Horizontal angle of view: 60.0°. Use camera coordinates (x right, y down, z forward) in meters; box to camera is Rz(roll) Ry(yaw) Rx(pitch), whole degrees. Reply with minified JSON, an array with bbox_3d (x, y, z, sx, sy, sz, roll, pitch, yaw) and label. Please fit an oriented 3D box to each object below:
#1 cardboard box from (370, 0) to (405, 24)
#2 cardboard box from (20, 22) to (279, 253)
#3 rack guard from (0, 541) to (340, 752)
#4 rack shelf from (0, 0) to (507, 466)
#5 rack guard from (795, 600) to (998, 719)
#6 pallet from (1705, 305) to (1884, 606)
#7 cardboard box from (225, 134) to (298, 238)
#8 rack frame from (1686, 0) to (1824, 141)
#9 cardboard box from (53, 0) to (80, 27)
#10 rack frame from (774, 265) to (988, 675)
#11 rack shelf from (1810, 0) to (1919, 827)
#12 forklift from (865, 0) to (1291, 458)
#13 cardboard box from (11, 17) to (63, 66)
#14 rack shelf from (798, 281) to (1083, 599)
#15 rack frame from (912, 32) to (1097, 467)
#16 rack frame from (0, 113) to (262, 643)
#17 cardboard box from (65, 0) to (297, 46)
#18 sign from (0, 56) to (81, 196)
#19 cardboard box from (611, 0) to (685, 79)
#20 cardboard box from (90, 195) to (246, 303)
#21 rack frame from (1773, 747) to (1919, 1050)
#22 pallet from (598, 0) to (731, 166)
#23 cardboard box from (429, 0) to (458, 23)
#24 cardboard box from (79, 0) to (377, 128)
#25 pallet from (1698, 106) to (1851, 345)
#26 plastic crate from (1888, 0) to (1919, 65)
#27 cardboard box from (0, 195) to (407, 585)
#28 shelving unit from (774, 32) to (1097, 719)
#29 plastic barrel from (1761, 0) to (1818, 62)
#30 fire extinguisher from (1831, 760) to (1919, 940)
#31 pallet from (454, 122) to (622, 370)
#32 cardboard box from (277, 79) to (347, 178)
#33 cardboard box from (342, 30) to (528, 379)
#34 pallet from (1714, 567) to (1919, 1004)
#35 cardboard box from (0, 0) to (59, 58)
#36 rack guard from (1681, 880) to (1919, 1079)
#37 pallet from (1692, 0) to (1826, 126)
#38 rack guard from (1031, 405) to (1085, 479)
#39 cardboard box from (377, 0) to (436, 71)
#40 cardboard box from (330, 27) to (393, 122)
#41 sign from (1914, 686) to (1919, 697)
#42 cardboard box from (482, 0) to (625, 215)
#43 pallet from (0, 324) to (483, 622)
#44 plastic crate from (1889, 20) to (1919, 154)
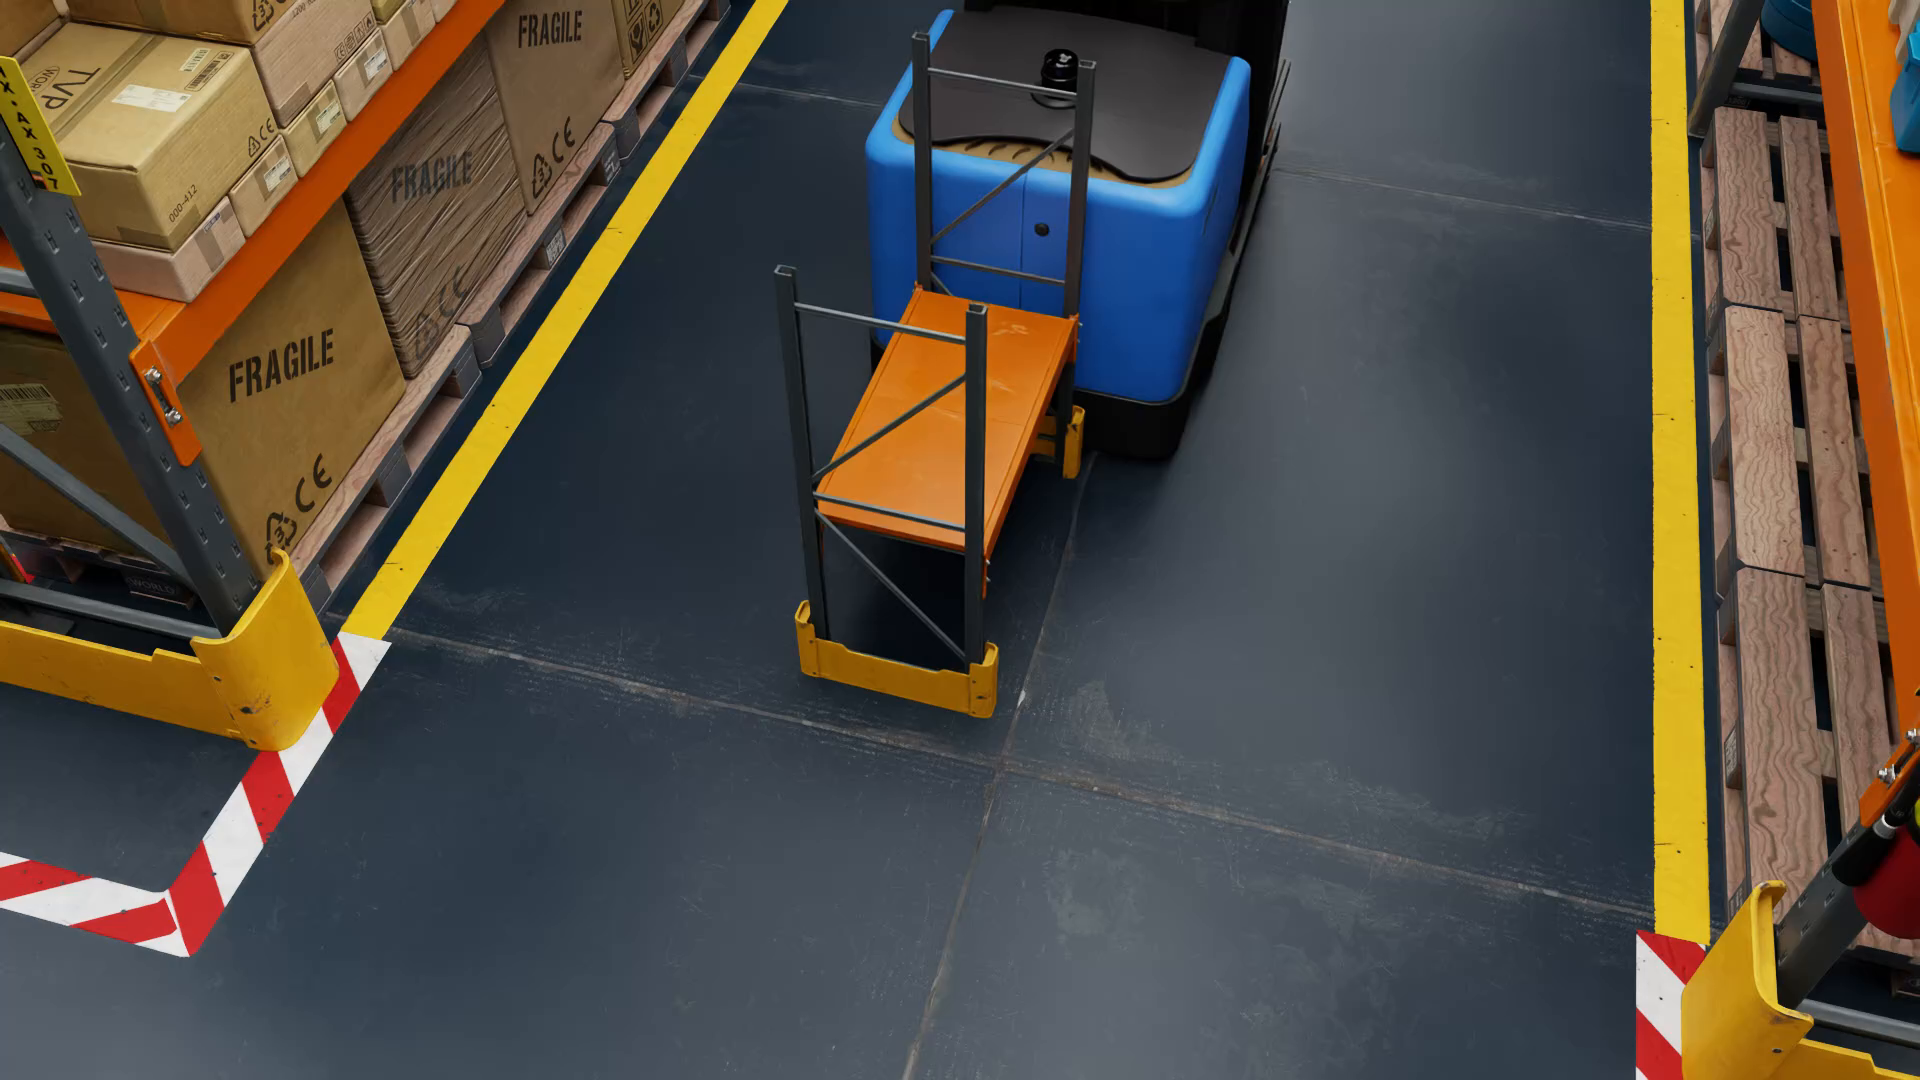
[{"bbox_3d":[-1.762,-1.719,4.668,0.500,0.250,0.500,10,49,9],"label":"cardboard box"},{"bbox_3d":[-2.028,-0.979,4.015,0.500,0.250,0.500,10,49,9],"label":"cardboard box"},{"bbox_3d":[-2.421,0.209,4.733,1.175,0.500,0.348,12,50,10],"label":"rack guard"},{"bbox_3d":[-1.889,-1.845,5.357,1.077,0.370,4.000,12,50,10],"label":"rack shelf"},{"bbox_3d":[-0.181,0.343,4.780,0.587,0.250,0.087,13,50,11],"label":"rack guard"},{"bbox_3d":[2.941,-0.204,5.290,1.003,0.211,1.213,12,50,10],"label":"pallet"},{"bbox_3d":[-1.937,-0.930,4.238,0.380,0.149,0.250,11,49,9],"label":"cardboard box"},{"bbox_3d":[3.416,-2.552,5.502,1.000,3.000,0.127,12,50,10],"label":"rack frame"},{"bbox_3d":[-2.409,-1.454,4.435,0.500,0.250,0.500,11,49,9],"label":"cardboard box"},{"bbox_3d":[-0.181,-0.069,4.311,0.500,1.500,0.032,13,50,11],"label":"rack frame"},{"bbox_3d":[2.890,-0.867,4.495,1.077,0.370,4.000,12,50,10],"label":"rack shelf"},{"bbox_3d":[0.621,-2.368,5.385,1.130,2.935,3.031,13,50,11],"label":"forklift"},{"bbox_3d":[-2.544,-1.088,4.111,0.500,0.250,0.500,11,49,9],"label":"cardboard box"},{"bbox_3d":[-0.034,-0.315,4.767,0.538,0.185,1.000,13,50,11],"label":"rack shelf"},{"bbox_3d":[0.114,-0.799,4.954,0.500,1.500,0.032,13,50,11],"label":"rack frame"},{"bbox_3d":[-2.415,-0.636,3.811,1.000,3.000,0.127,12,50,10],"label":"rack frame"},{"bbox_3d":[-1.897,-1.588,4.053,0.500,0.500,0.500,10,49,9],"label":"cardboard box"},{"bbox_3d":[-1.881,-0.835,3.356,0.100,0.325,0.005,12,50,10],"label":"sign"},{"bbox_3d":[-1.613,-2.504,6.596,0.875,0.875,0.875,12,50,10],"label":"cardboard box"},{"bbox_3d":[-2.003,-0.745,4.074,0.380,0.149,0.250,12,50,10],"label":"cardboard box"},{"bbox_3d":[2.363,0.341,2.948,1.000,3.000,0.127,12,50,10],"label":"rack frame"},{"bbox_3d":[-1.638,-2.072,6.938,1.003,0.211,1.213,12,50,10],"label":"pallet"},{"bbox_3d":[-1.667,-1.675,4.895,0.380,0.149,0.250,11,50,10],"label":"cardboard box"},{"bbox_3d":[-1.898,-1.356,4.348,0.500,0.250,0.500,11,49,10],"label":"cardboard box"},{"bbox_3d":[3.260,-1.090,6.071,1.003,0.211,1.213,12,50,10],"label":"pallet"},{"bbox_3d":[2.836,-1.464,4.581,0.437,0.282,0.530,12,50,10],"label":"plastic crate"},{"bbox_3d":[-2.324,-0.551,4.872,0.875,0.875,0.875,12,50,10],"label":"cardboard box"},{"bbox_3d":[-0.036,-0.427,4.627,0.587,1.500,1.083,13,50,11],"label":"shelving unit"},{"bbox_3d":[3.576,-2.387,6.475,0.600,0.901,0.708,12,50,10],"label":"plastic barrel"},{"bbox_3d":[1.885,0.510,3.100,0.296,0.674,0.183,12,50,10],"label":"fire extinguisher"},{"bbox_3d":[-1.957,-1.187,6.157,1.003,0.211,1.213,12,50,10],"label":"pallet"},{"bbox_3d":[-1.870,-1.116,4.402,0.380,0.149,0.250,11,49,9],"label":"cardboard box"},{"bbox_3d":[-2.084,-1.209,5.453,0.875,0.875,0.875,12,50,10],"label":"cardboard box"},{"bbox_3d":[2.618,0.675,4.513,1.003,0.211,1.213,12,50,10],"label":"pallet"},{"bbox_3d":[-2.540,-1.337,3.831,0.500,0.500,0.500,12,50,10],"label":"cardboard box"},{"bbox_3d":[2.369,1.188,3.868,1.175,0.500,0.348,12,50,10],"label":"rack guard"},{"bbox_3d":[3.659,-2.179,7.032,1.003,0.211,1.213,12,50,10],"label":"pallet"},{"bbox_3d":[0.109,-0.371,5.411,0.587,0.250,0.087,13,50,11],"label":"rack guard"},{"bbox_3d":[-1.735,-1.488,4.730,0.380,0.149,0.250,11,49,9],"label":"cardboard box"},{"bbox_3d":[-1.803,-1.304,4.568,0.380,0.149,0.250,11,49,9],"label":"cardboard box"},{"bbox_3d":[1.828,0.191,2.972,0.100,0.325,0.005,12,50,10],"label":"sign"},{"bbox_3d":[-1.850,-1.853,6.021,0.875,0.875,0.875,12,50,10],"label":"cardboard box"},{"bbox_3d":[-2.280,-0.307,5.380,1.003,0.211,1.213,12,50,10],"label":"pallet"},{"bbox_3d":[2.656,-1.159,4.344,0.416,0.233,0.300,12,50,10],"label":"plastic crate"}]
